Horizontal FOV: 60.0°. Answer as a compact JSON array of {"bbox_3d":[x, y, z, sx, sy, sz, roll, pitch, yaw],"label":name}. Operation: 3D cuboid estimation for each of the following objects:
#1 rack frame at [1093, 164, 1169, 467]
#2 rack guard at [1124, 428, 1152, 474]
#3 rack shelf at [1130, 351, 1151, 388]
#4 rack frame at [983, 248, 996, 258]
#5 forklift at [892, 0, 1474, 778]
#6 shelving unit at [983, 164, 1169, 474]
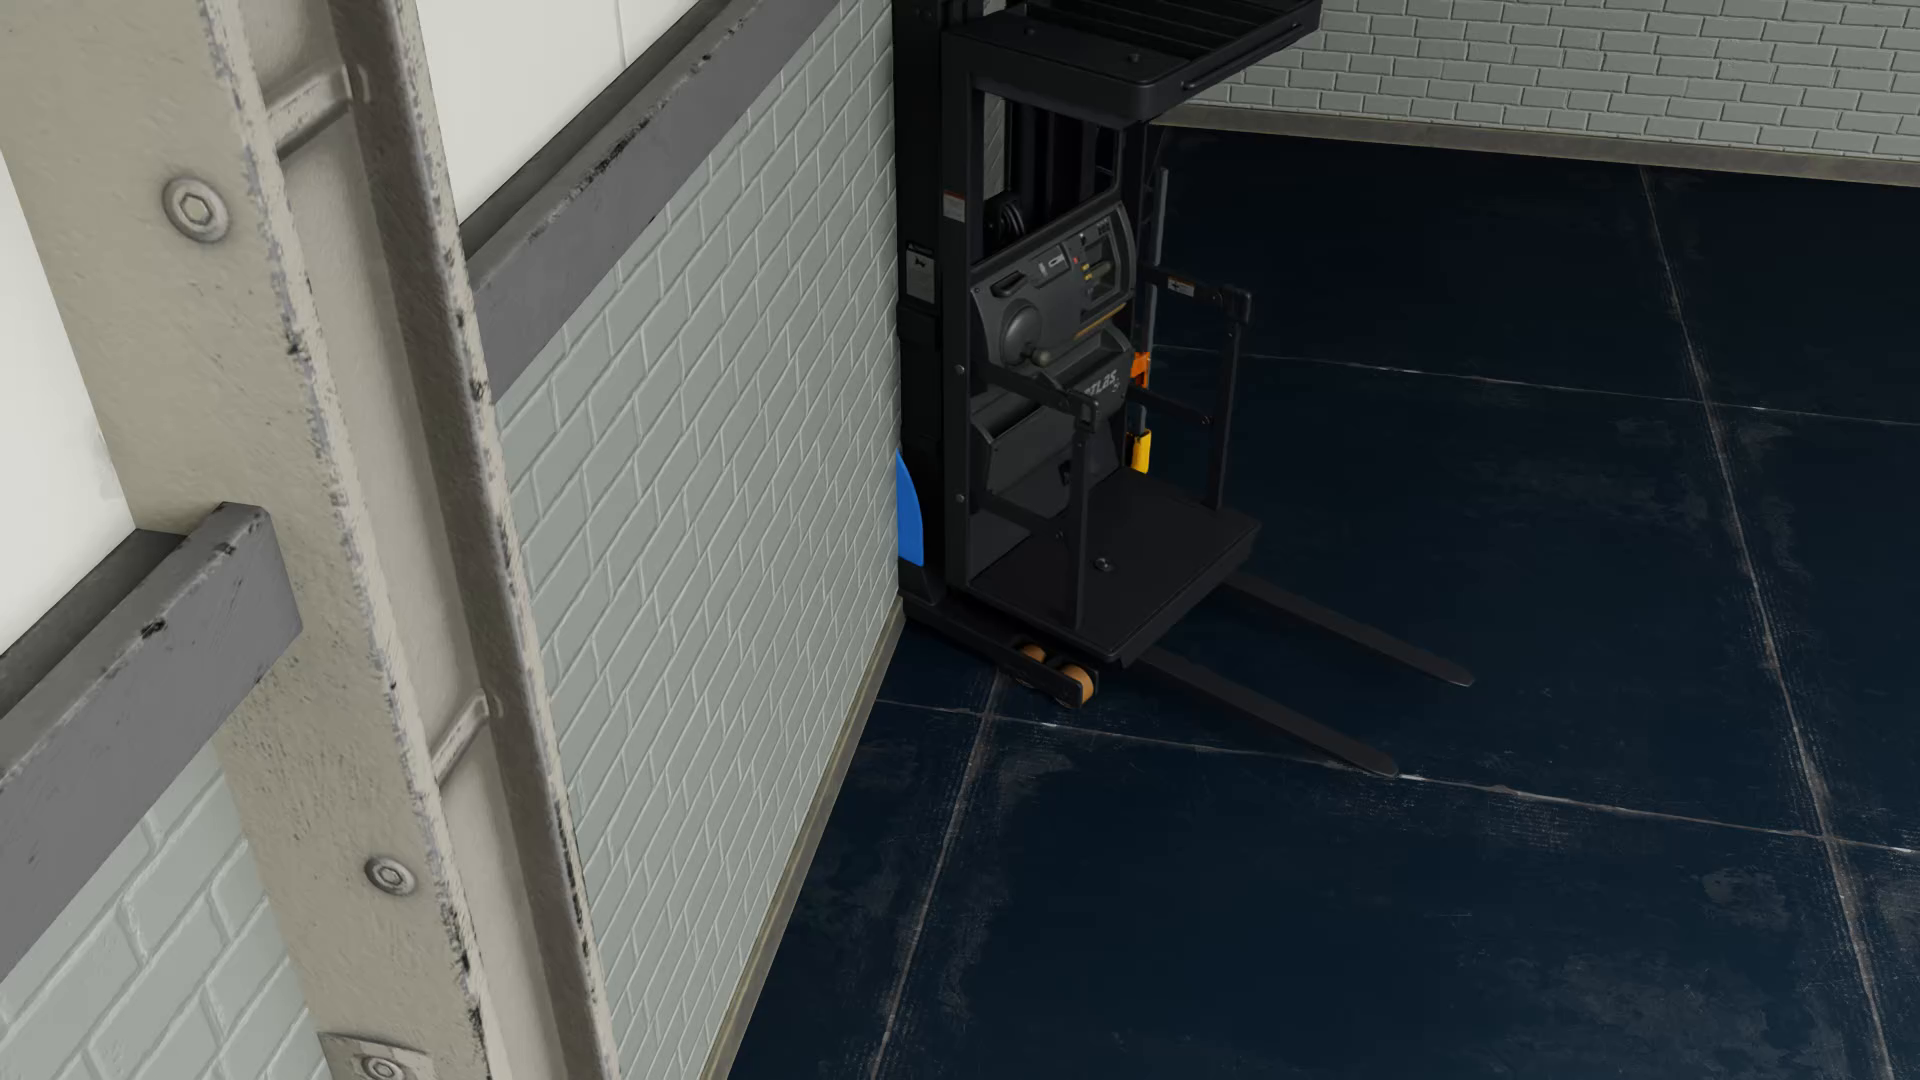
[{"bbox_3d":[0.649,-1.001,7.320,0.500,1.500,0.032,31,46,34],"label":"rack frame"},{"bbox_3d":[0.629,-0.492,7.682,0.587,0.250,0.087,31,46,34],"label":"rack guard"},{"bbox_3d":[0.292,-0.642,7.133,0.538,0.185,1.000,31,46,34],"label":"rack shelf"},{"bbox_3d":[-0.061,-0.572,6.732,0.500,1.500,0.032,31,46,34],"label":"rack frame"},{"bbox_3d":[0.520,-0.896,5.989,3.031,2.935,1.130,25,43,30],"label":"forklift"},{"bbox_3d":[0.287,-0.783,7.021,0.587,1.500,1.083,31,46,34],"label":"shelving unit"}]
